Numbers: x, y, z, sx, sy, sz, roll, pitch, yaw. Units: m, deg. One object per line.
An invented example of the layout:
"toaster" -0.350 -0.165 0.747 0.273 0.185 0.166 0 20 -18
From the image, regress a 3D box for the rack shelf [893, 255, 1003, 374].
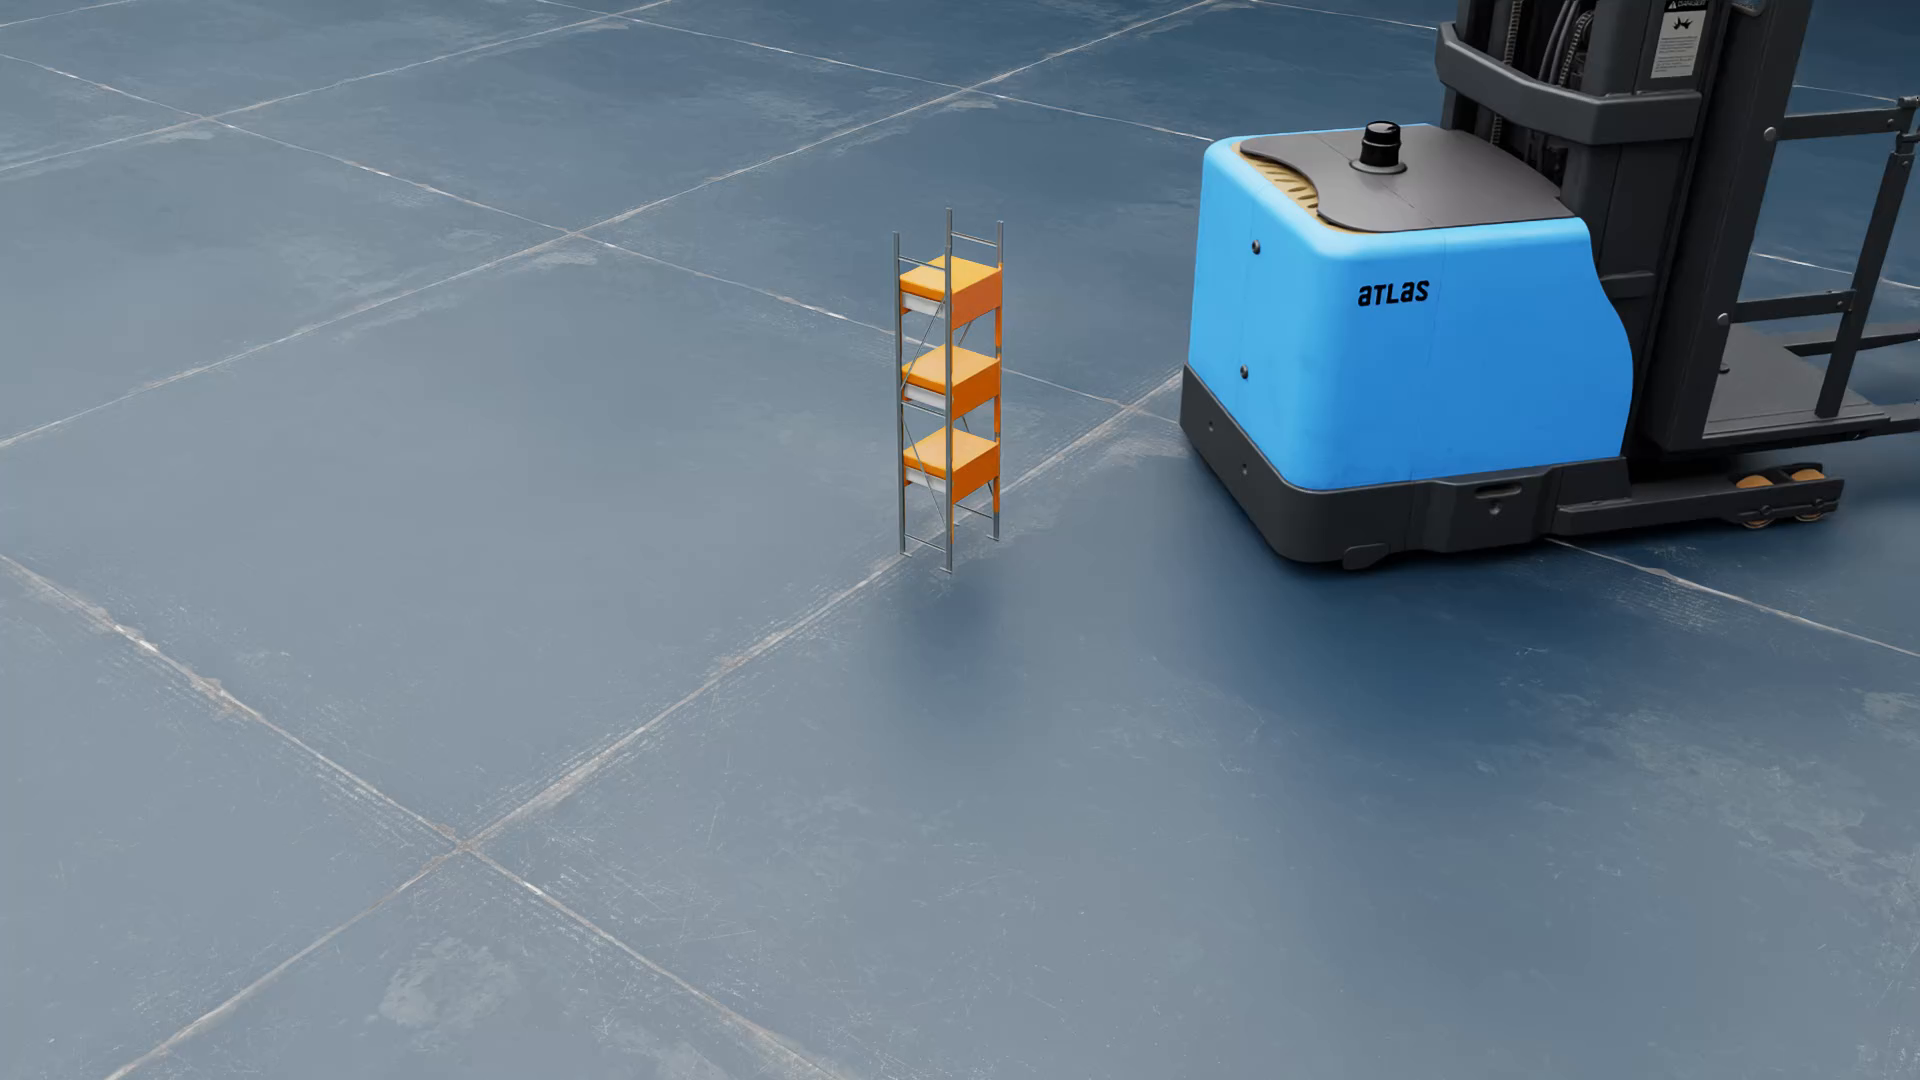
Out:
"rack shelf" -0.032 -0.665 4.806 0.215 0.259 0.240 21 37 31

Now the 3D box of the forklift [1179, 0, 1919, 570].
"forklift" 2.336 -1.553 4.996 3.031 2.935 1.130 -7 31 -11

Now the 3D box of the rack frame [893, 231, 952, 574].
"rack frame" -0.106 -0.380 4.862 0.200 1.050 0.008 21 37 31

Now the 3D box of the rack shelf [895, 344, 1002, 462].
"rack shelf" -0.032 -0.421 4.951 0.215 0.259 0.240 21 37 31

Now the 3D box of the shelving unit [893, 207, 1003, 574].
"shelving unit" -0.032 -0.430 4.946 0.215 1.050 0.252 21 37 31

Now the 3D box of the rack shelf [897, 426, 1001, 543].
"rack shelf" -0.032 -0.182 5.093 0.215 0.259 0.240 21 37 31

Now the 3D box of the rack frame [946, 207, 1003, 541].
"rack frame" 0.041 -0.479 5.029 0.200 1.050 0.008 21 37 31
